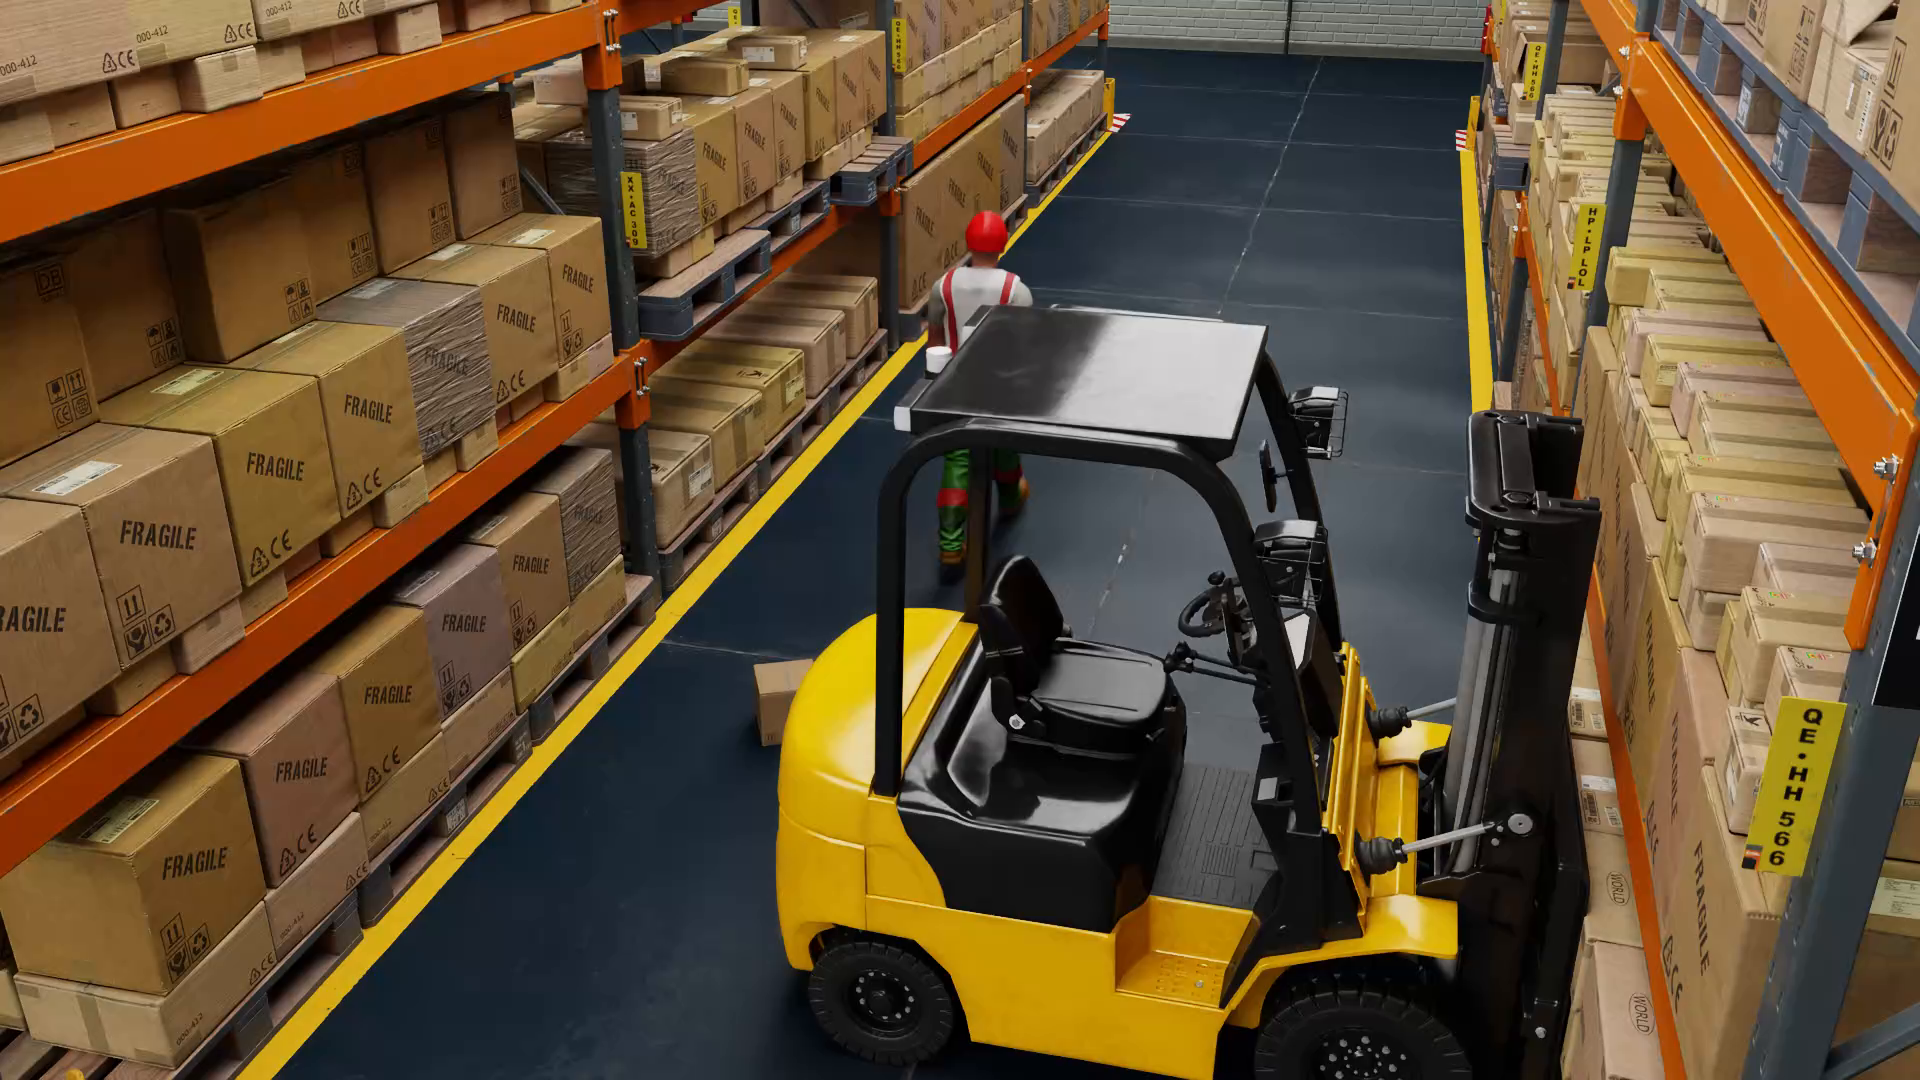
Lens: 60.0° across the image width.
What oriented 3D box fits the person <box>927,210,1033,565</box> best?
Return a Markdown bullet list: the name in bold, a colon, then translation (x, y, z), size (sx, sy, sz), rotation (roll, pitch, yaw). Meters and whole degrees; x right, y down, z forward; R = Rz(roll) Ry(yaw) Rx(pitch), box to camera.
- **person**: translation (0.120, -0.808, 8.316), size (0.584, 1.735, 1.098), rotation (3, 25, 7)
